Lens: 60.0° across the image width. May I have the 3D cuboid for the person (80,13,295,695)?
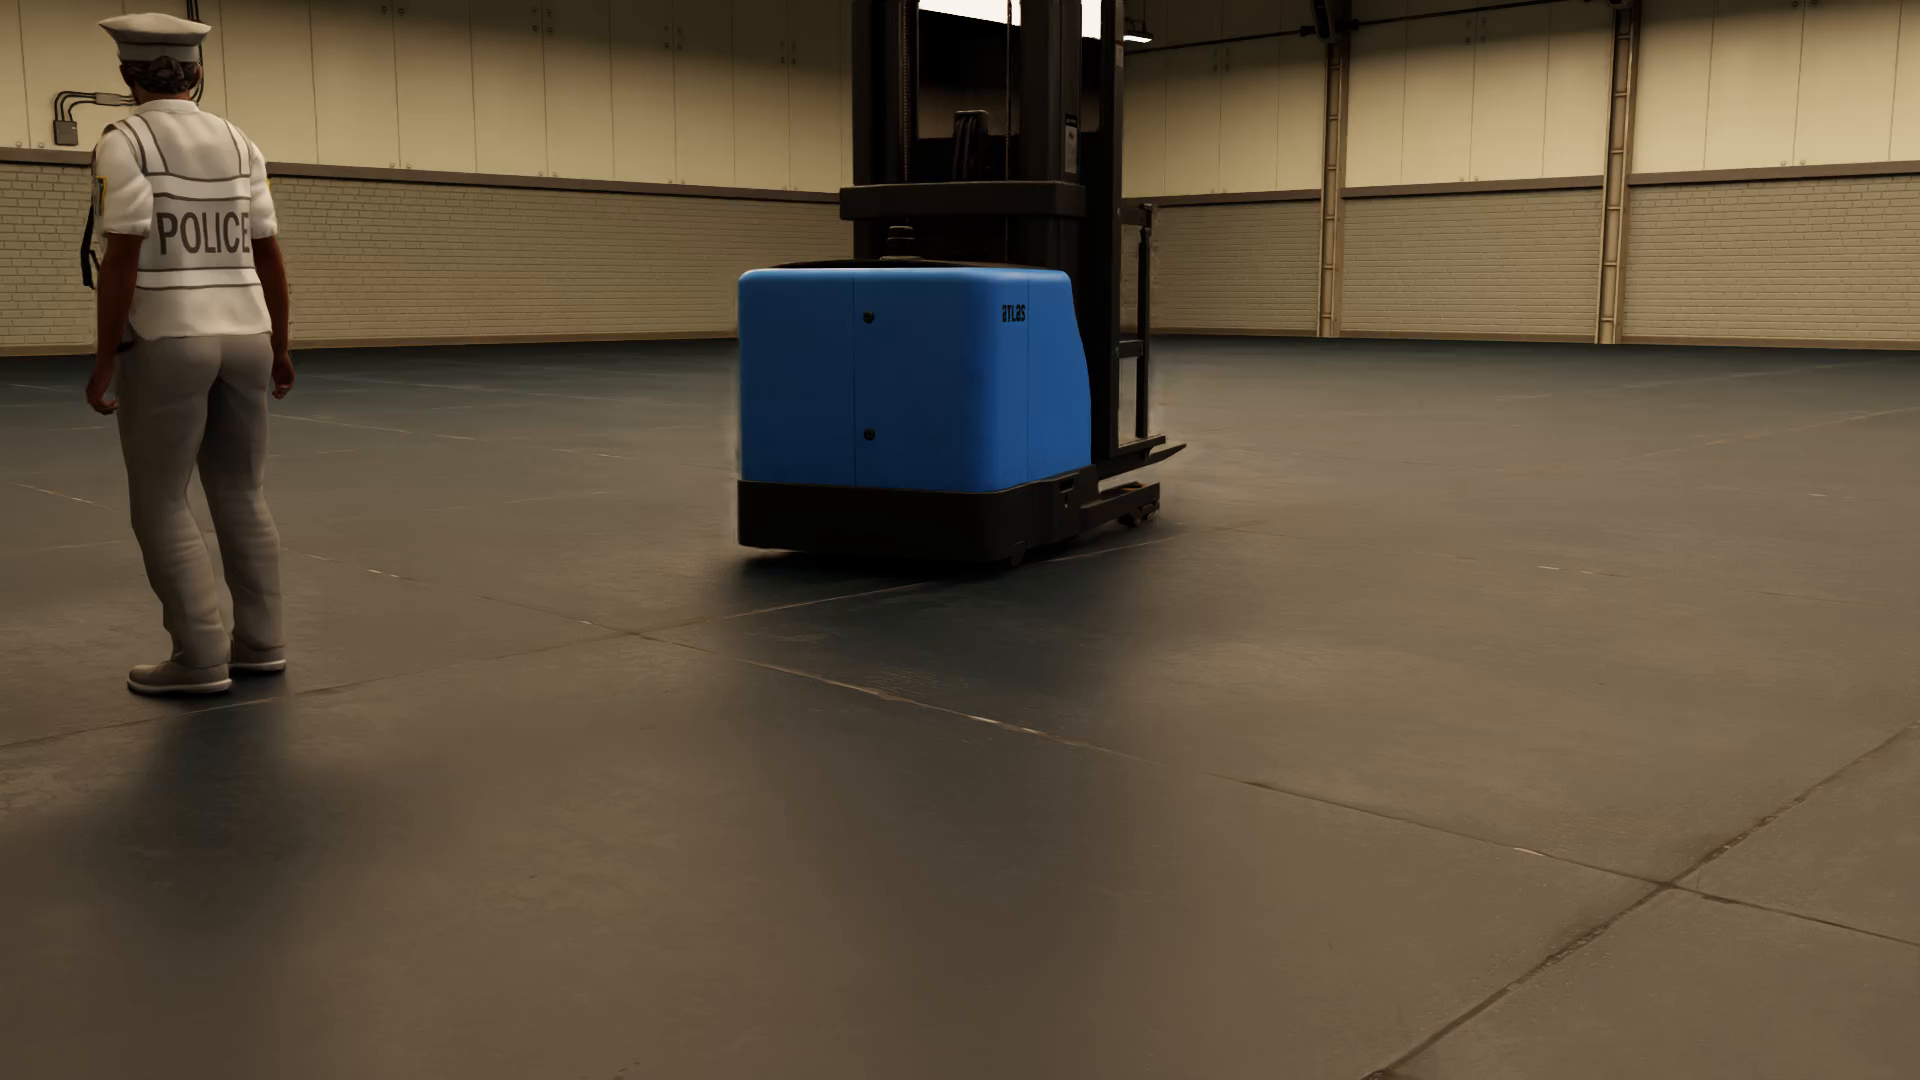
[{"bbox_3d":[-1.942,-0.463,4.175,0.384,1.678,0.557,5,10,28],"label":"person"}]

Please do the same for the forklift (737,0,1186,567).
[{"bbox_3d":[0.235,-1.534,7.062,1.130,2.935,3.031,4,9,23],"label":"forklift"}]
